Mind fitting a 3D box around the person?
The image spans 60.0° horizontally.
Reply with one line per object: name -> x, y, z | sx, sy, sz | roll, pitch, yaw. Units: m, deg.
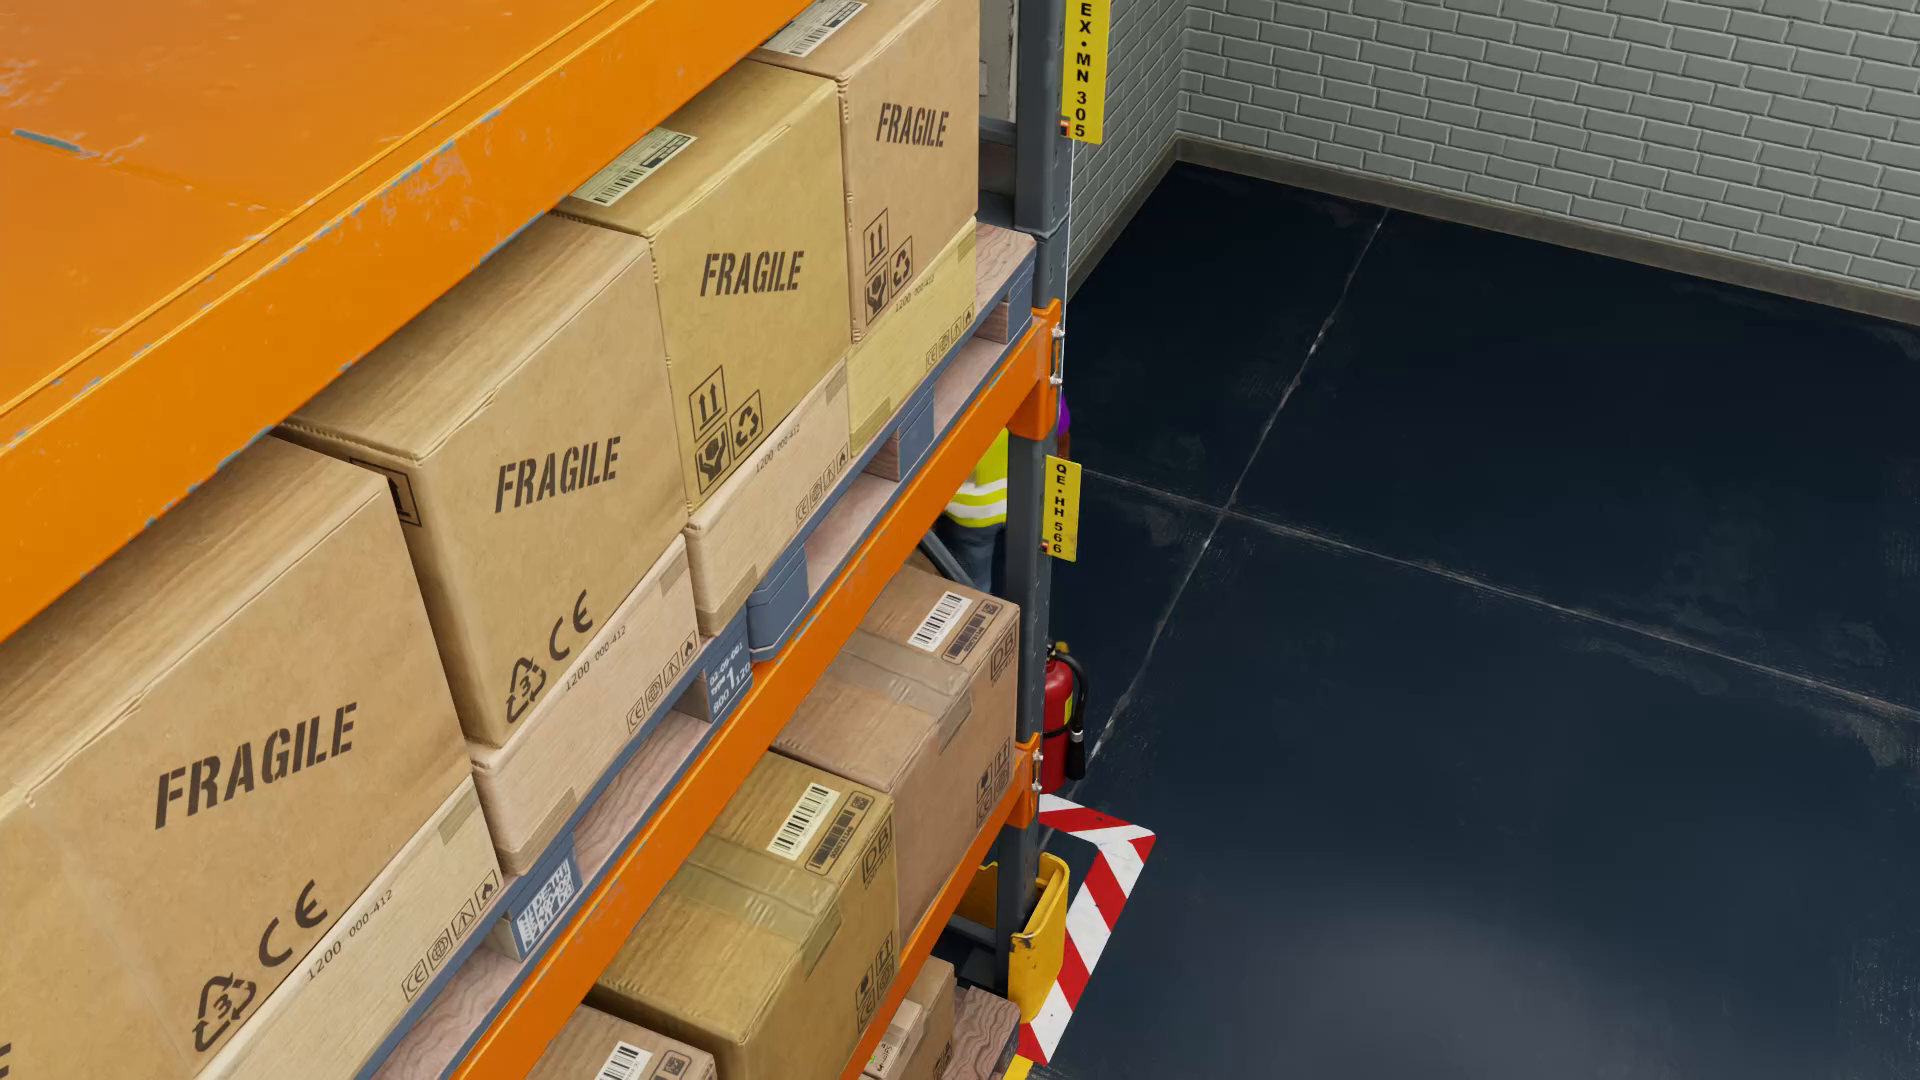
person -> 0.134, -0.132, 6.266 | 0.590, 1.760, 0.469 | -18, 45, -20
